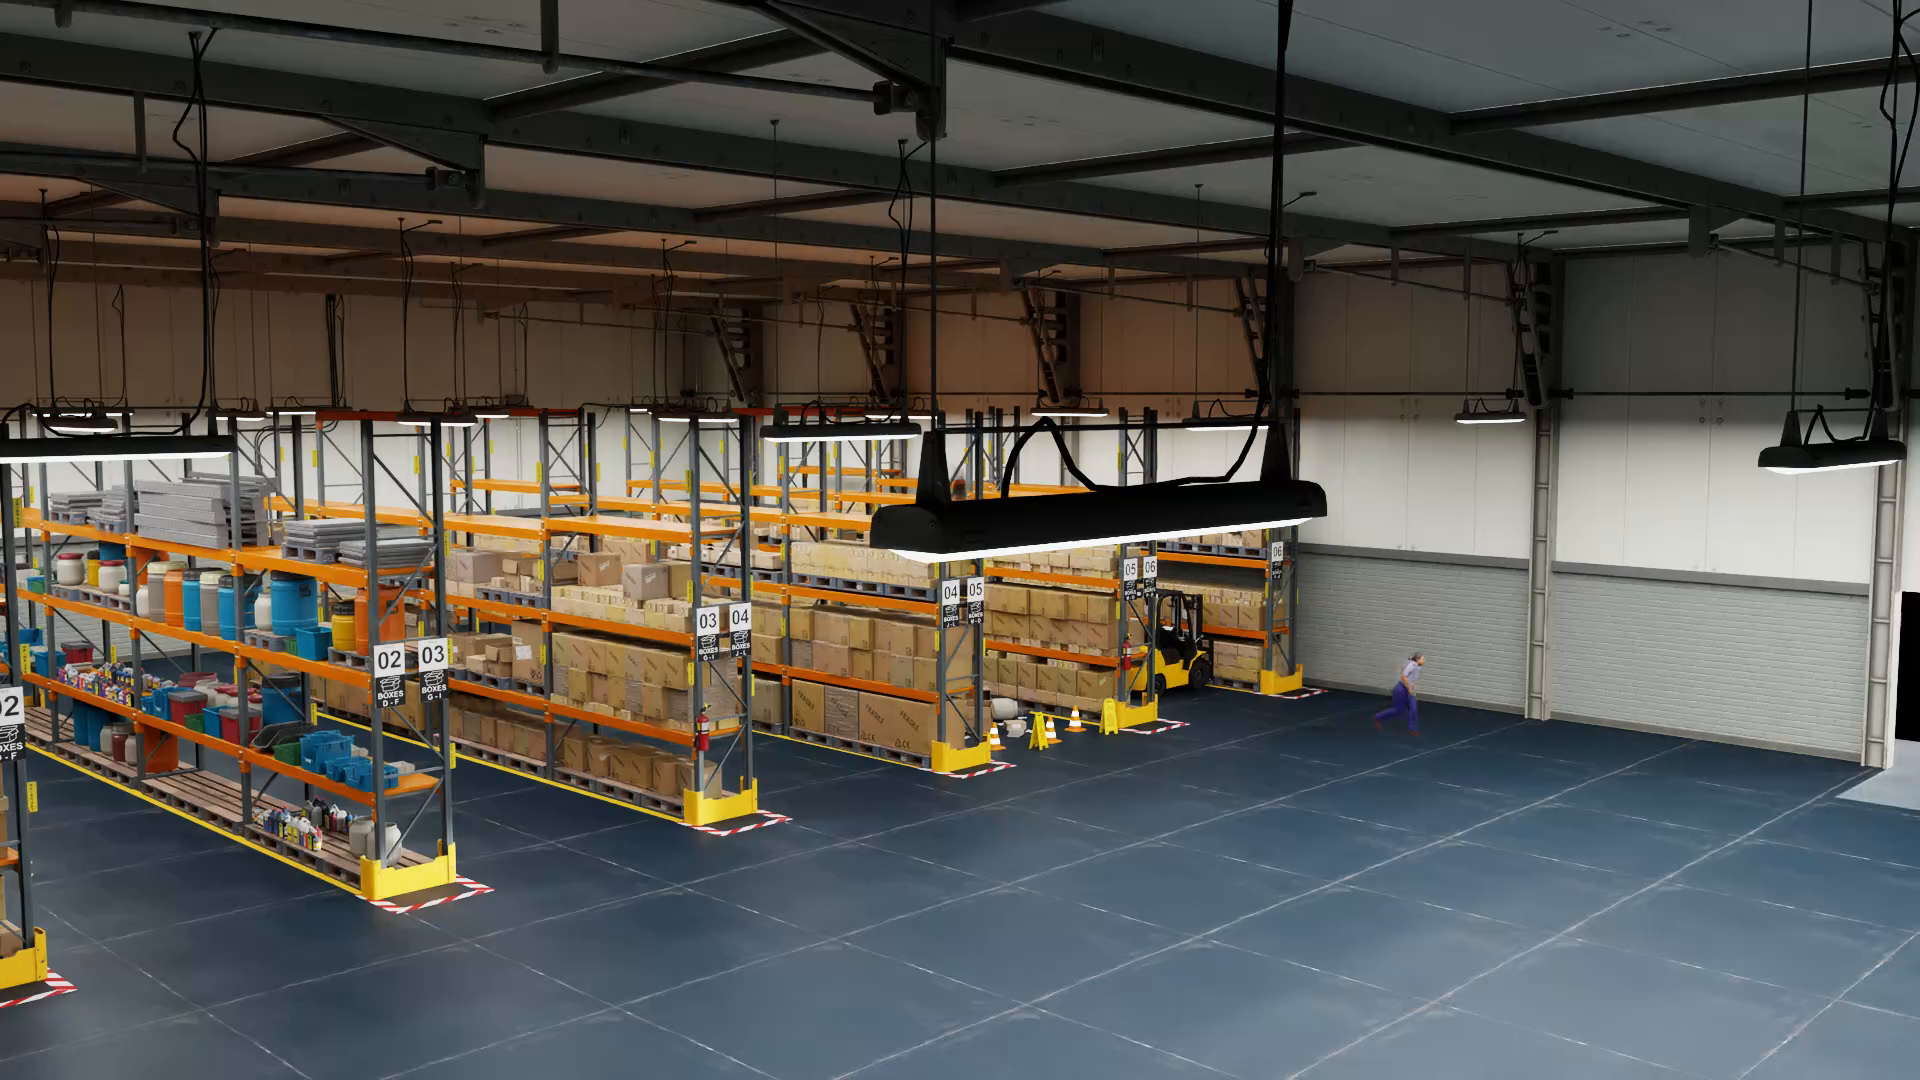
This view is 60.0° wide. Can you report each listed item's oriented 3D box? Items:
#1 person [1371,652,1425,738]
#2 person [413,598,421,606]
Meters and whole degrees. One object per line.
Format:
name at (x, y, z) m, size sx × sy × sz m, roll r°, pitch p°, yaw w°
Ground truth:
person at (8.099, 2.850, 30.743) m, size 0.945 × 1.611 × 0.628 m, roll 1°, pitch 5°, yaw 15°
person at (-12.285, 2.139, 37.720) m, size 0.723 × 1.751 × 0.621 m, roll -3°, pitch 6°, yaw -26°
